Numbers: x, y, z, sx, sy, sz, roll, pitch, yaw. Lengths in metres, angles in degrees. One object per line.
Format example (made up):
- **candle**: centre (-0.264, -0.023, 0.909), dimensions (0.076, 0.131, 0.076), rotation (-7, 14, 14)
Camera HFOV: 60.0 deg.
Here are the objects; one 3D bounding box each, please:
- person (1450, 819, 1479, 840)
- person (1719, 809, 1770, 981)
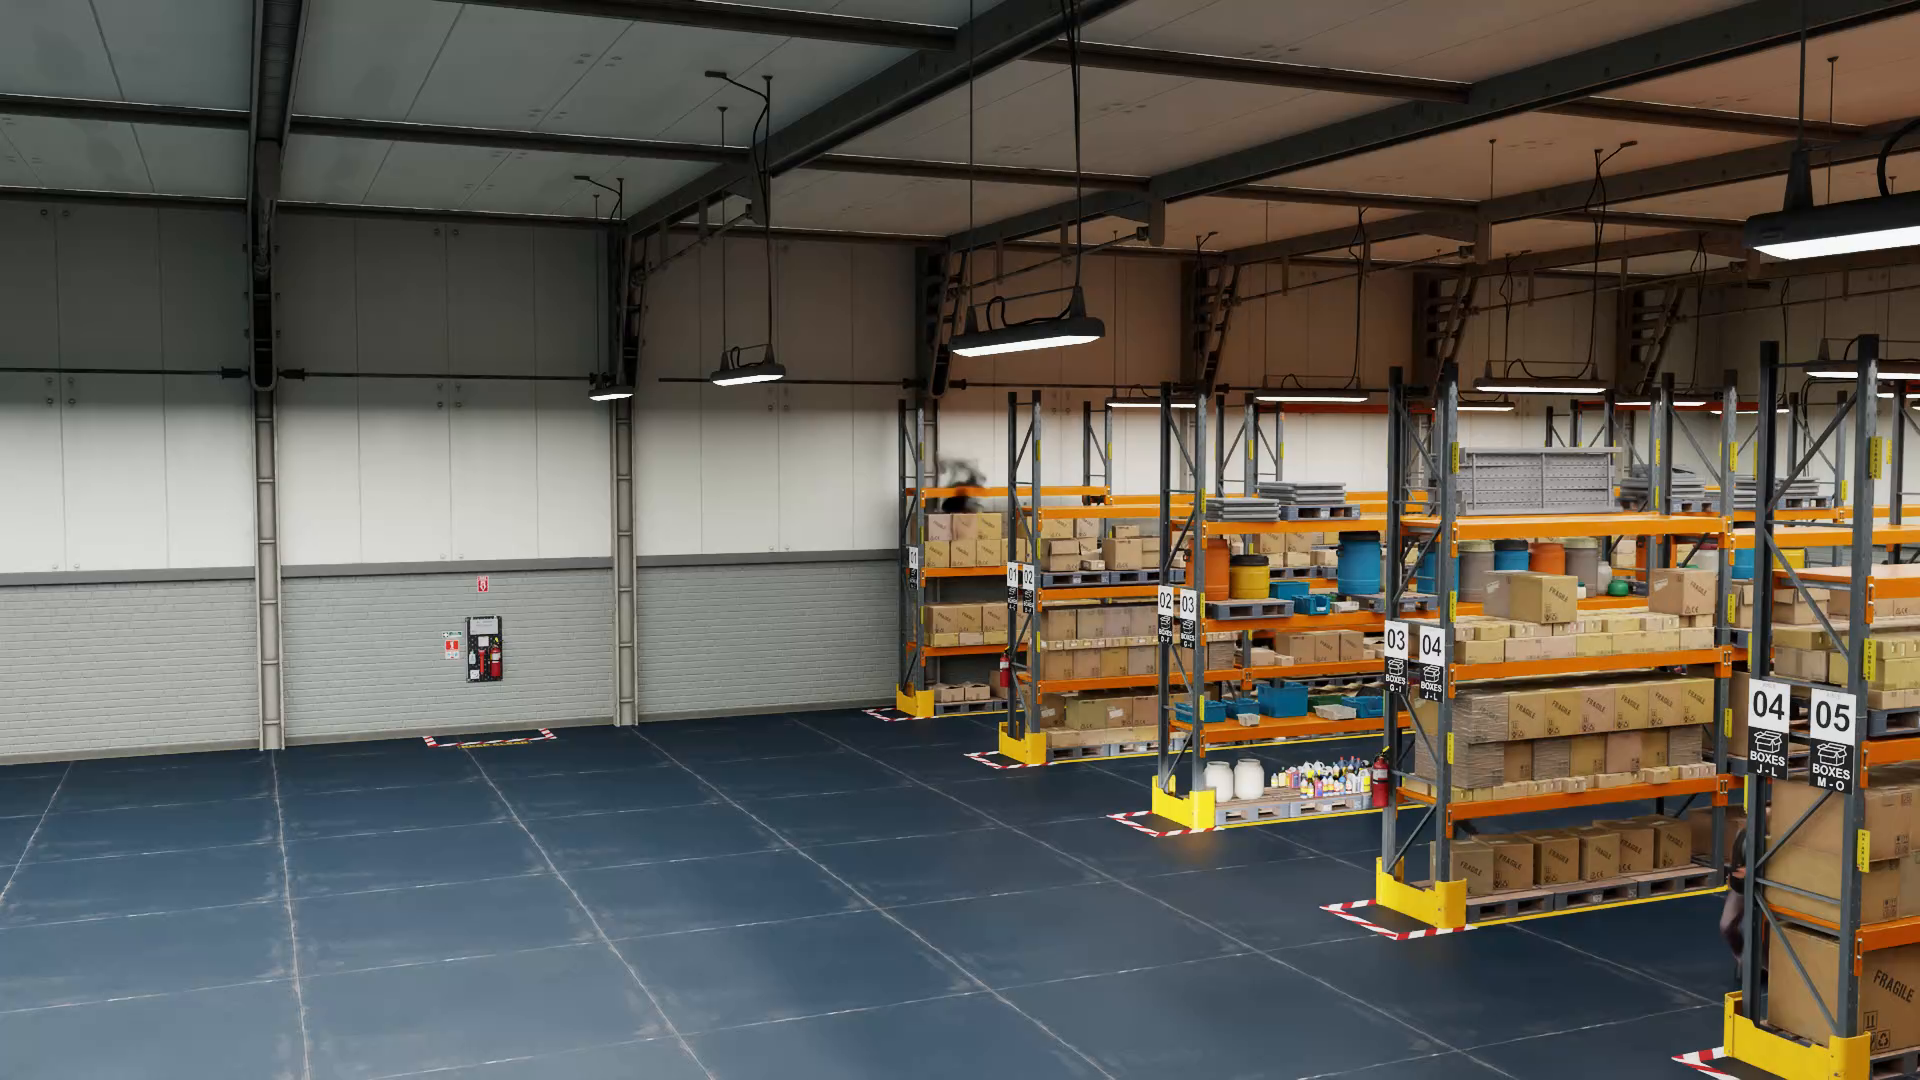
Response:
- **person**: centre (6.208, 3.100, 20.746), dimensions (0.938, 1.644, 0.575), rotation (-2, 4, -32)
- **person**: centre (7.543, 3.378, 15.843), dimensions (0.673, 1.705, 0.624), rotation (-2, 4, -32)
